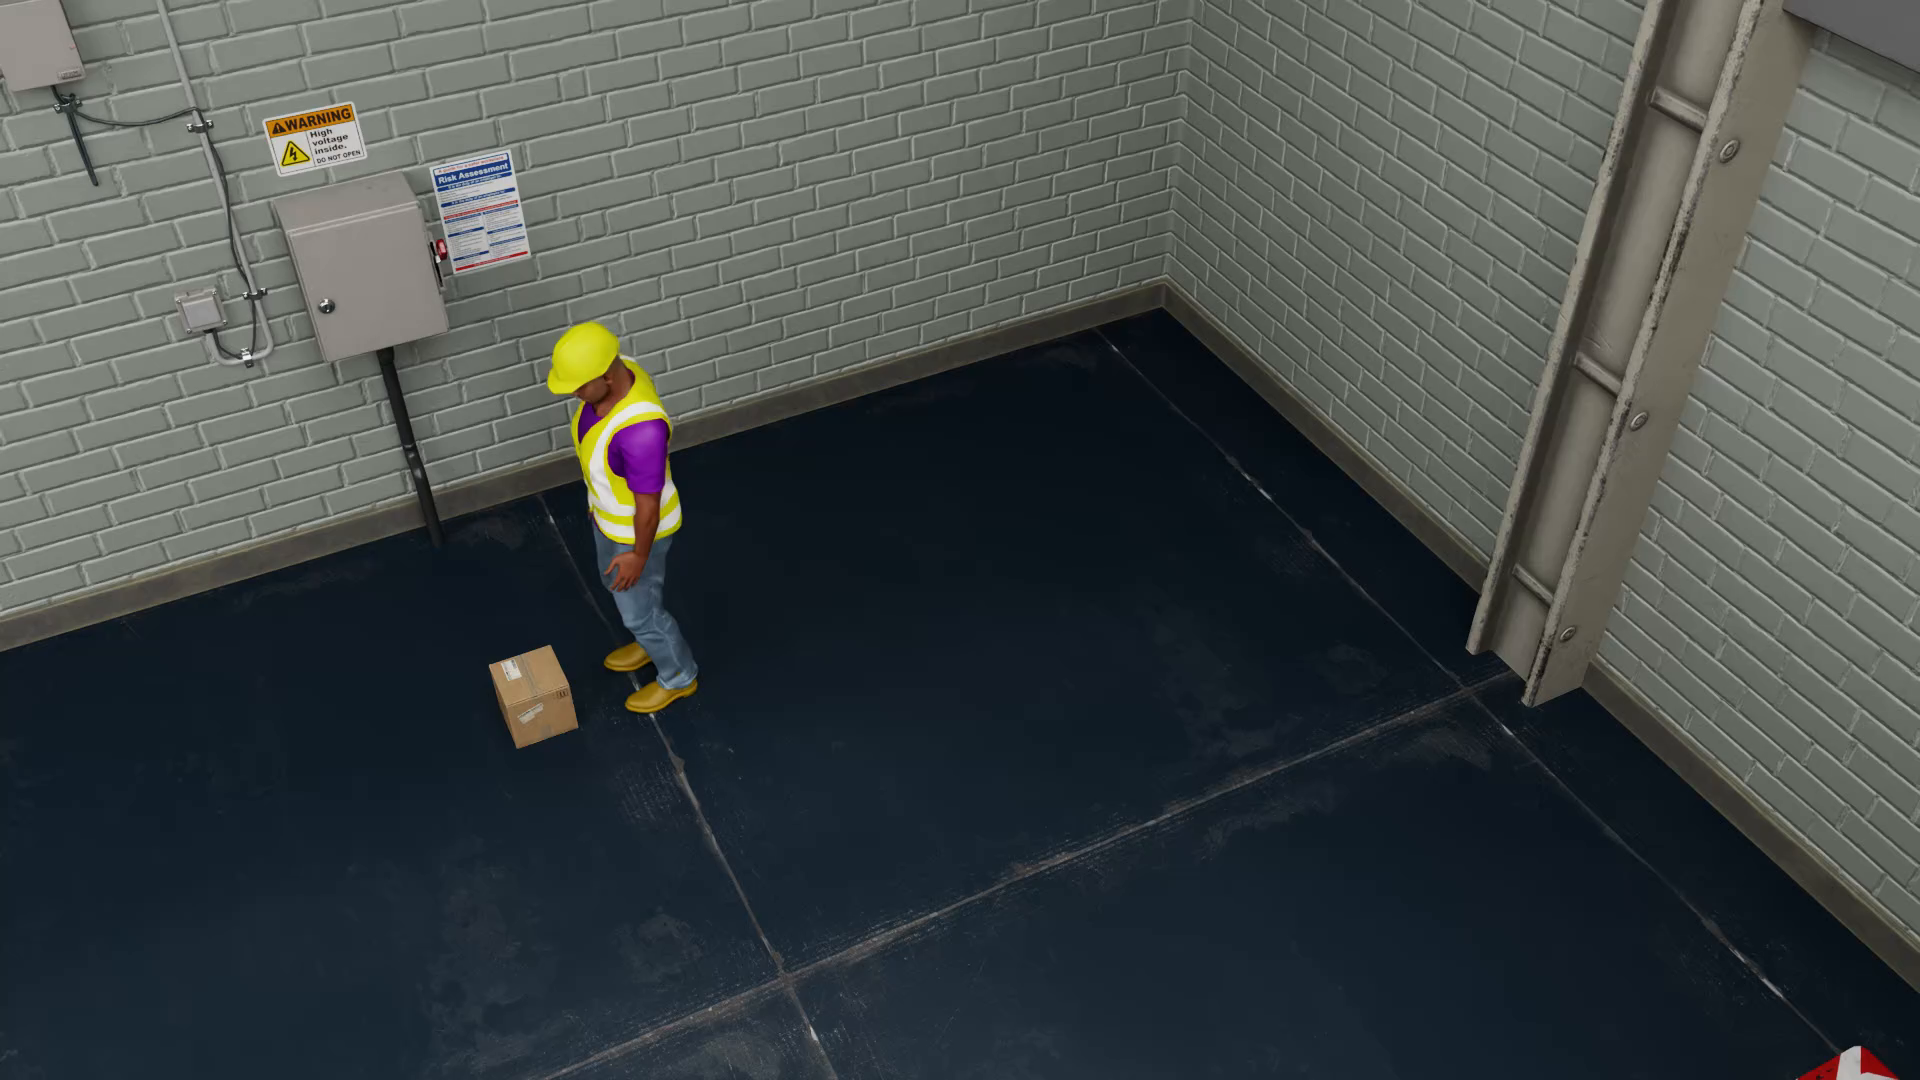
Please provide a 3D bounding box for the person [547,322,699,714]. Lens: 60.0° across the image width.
[{"bbox_3d":[-1.246,-0.079,6.244,0.390,1.748,0.575,-18,44,-19],"label":"person"}]
